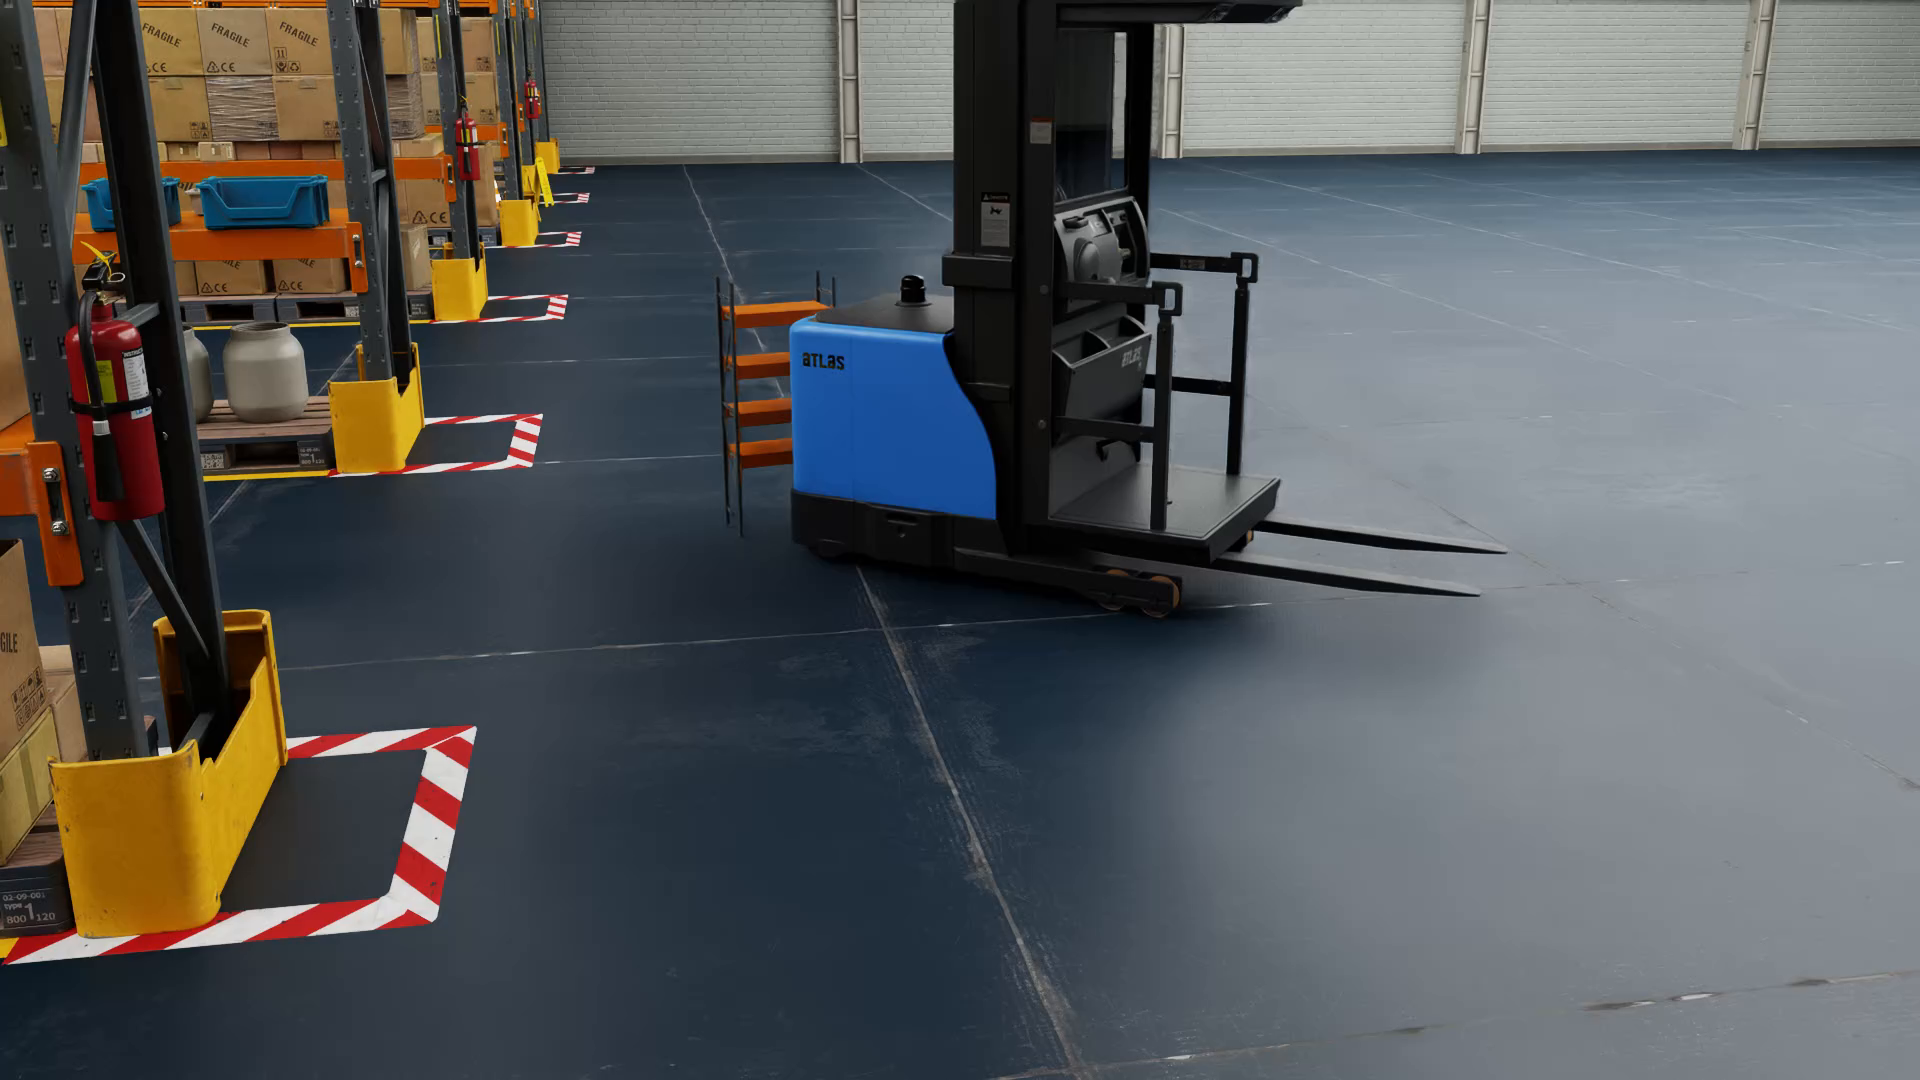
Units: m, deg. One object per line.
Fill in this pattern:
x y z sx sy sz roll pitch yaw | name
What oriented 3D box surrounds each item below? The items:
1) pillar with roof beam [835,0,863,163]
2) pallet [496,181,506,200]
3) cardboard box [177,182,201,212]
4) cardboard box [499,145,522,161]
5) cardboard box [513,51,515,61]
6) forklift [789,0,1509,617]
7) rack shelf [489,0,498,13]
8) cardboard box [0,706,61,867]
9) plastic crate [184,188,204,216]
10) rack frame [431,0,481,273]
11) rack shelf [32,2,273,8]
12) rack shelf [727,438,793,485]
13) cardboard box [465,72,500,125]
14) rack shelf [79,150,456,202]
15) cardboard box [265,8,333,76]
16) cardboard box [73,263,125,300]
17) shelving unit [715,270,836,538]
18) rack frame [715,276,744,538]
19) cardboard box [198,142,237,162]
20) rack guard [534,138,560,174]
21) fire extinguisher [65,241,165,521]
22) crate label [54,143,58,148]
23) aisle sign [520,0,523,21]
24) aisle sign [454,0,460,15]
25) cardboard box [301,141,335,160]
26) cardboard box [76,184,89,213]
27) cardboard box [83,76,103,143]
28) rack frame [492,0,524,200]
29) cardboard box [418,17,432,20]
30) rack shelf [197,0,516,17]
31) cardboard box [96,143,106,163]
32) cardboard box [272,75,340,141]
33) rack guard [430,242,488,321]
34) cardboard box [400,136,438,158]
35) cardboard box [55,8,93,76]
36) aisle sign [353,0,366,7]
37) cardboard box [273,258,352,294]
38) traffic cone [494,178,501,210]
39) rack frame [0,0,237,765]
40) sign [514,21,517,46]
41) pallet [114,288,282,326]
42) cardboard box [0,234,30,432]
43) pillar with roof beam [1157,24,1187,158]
-1.154 -9.880 24.654 0.400 9.000 9.100 -3 17 -10 | pillar with roof beam
-6.940 -4.895 23.391 1.213 0.211 1.003 -3 17 -10 | pallet
-8.320 -3.823 18.055 0.875 0.875 0.875 -3 17 -10 | cardboard box
-7.408 -6.468 27.728 0.500 0.250 0.500 -3 17 -10 | cardboard box
-7.294 -7.956 27.332 0.250 0.149 0.380 -3 17 -10 | cardboard box
0.786 -1.263 6.932 3.031 2.935 1.130 8 19 25 | forklift
-6.987 -5.825 17.784 4.000 0.370 1.077 -3 17 -10 | rack shelf
-2.776 0.674 4.477 0.500 0.250 0.500 -3 17 -10 | cardboard box
-4.182 -1.900 9.338 0.250 0.136 0.298 -3 17 -10 | plastic crate
-4.181 -3.411 13.808 0.127 3.000 1.000 -3 17 -10 | rack frame
-12.898 -8.454 26.344 4.000 0.370 1.077 -3 17 -10 | rack shelf
-0.855 -0.391 7.948 0.480 0.148 0.258 -7 19 -23 | rack shelf
-5.379 -4.884 18.350 0.550 0.550 0.875 -3 17 -10 | cardboard box
-6.145 -2.956 13.551 4.000 0.370 1.077 -3 17 -10 | rack shelf
-5.164 -3.947 13.175 0.500 0.500 0.500 -3 17 -10 | cardboard box
-7.148 -2.239 13.534 0.500 0.500 0.500 2 17 7 | cardboard box
-0.855 -0.645 7.870 0.503 1.200 0.258 -7 19 -23 | shelving unit
-1.078 -0.616 7.774 0.015 1.200 0.240 -7 19 -23 | rack frame
-5.875 -3.102 13.229 0.250 0.149 0.380 -3 17 -10 | cardboard box
-6.983 -6.505 28.139 0.348 0.500 1.175 -3 17 -10 | rack guard
-2.102 -0.391 4.106 0.183 0.674 0.296 -3 17 -10 | fire extinguisher
-4.998 -1.819 8.567 0.616 0.435 0.502 -3 17 -10 | crate label
-5.946 -7.430 22.467 0.004 0.787 0.394 -3 17 -10 | aisle sign
-4.178 -4.744 13.719 0.004 0.787 0.394 -3 17 -10 | aisle sign
-5.152 -3.163 13.430 0.250 0.149 0.380 -3 17 -10 | cardboard box
-9.543 -3.688 17.828 0.750 0.750 1.050 -3 17 -11 | cardboard box
-6.686 -3.460 13.291 0.500 0.500 0.875 -3 17 -10 | cardboard box
-5.023 -4.846 18.482 0.127 3.000 1.000 -3 17 -10 | rack frame
-7.020 -6.818 22.522 0.500 0.500 0.700 -3 17 -10 | cardboard box
-8.025 -7.246 22.412 4.000 0.370 1.077 -3 17 -10 | rack shelf
-6.618 -3.070 13.126 0.250 0.149 0.380 -3 17 -10 | cardboard box
-5.195 -3.516 13.472 0.500 0.500 0.875 -3 17 -10 | cardboard box
-4.256 -2.212 14.161 0.348 0.500 1.175 -3 17 -10 | rack guard
-4.422 -3.215 13.599 0.250 0.149 0.380 -3 17 -10 | cardboard box
-6.637 -3.864 12.903 0.500 0.500 0.500 -3 17 -10 | cardboard box
-3.115 -3.144 8.512 0.004 0.787 0.394 -3 17 -10 | aisle sign
-5.378 -2.344 13.875 0.500 0.500 0.500 1 17 4 | cardboard box
-6.239 -4.659 22.193 0.334 0.463 0.336 -3 17 -10 | traffic cone
-2.306 -0.555 4.510 0.127 3.000 1.000 -3 17 -10 | rack frame
-5.976 -6.811 22.368 0.005 0.325 0.100 -3 17 -10 | sign
-6.256 -1.972 13.872 1.213 0.211 1.003 -3 17 -10 | pallet
-2.767 -0.580 4.422 0.500 0.500 0.700 -3 17 -10 | cardboard box
4.737 -10.215 25.742 0.400 9.000 9.100 -3 17 -10 | pillar with roof beam
